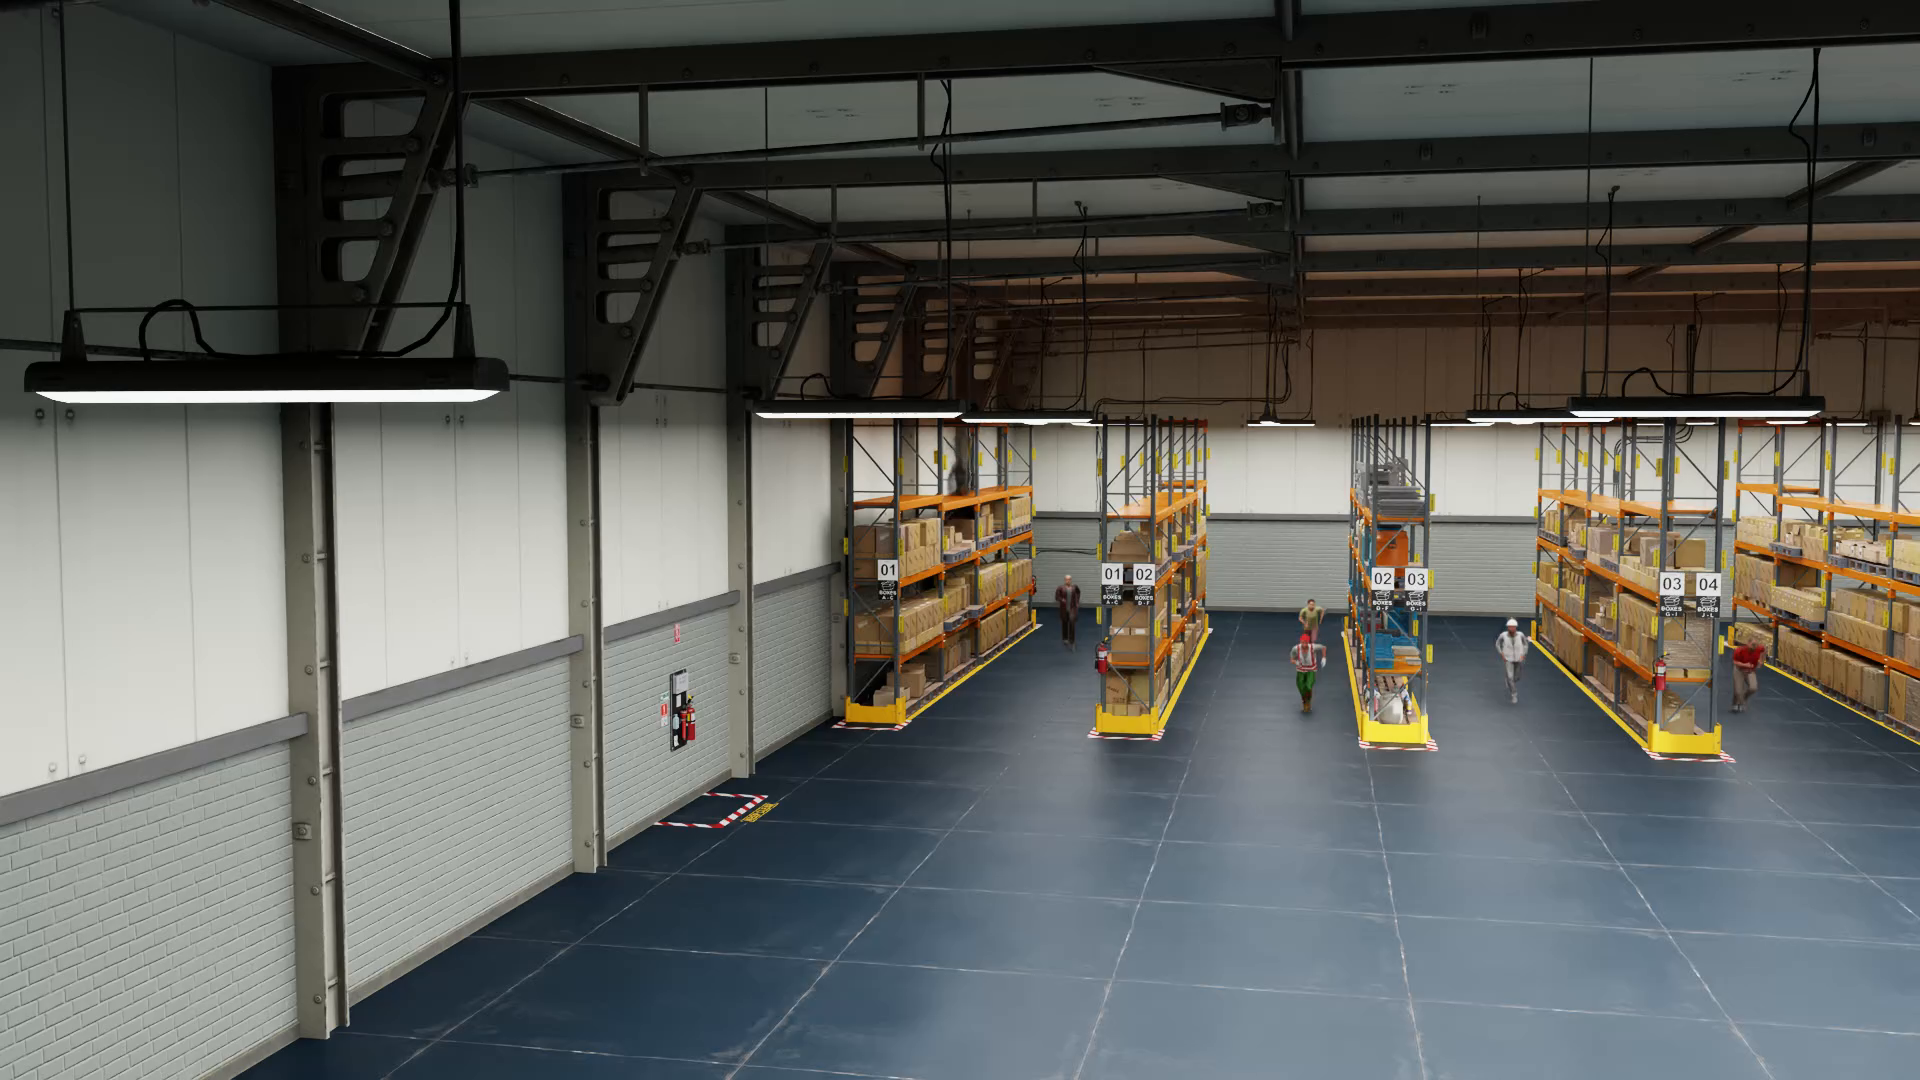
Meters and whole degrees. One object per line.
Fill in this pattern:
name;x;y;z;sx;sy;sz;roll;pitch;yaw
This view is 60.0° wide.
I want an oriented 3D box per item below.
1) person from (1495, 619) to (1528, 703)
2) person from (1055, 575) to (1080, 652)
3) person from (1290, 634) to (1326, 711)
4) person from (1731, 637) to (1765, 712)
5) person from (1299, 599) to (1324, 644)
person;11.657;2.535;35.179;0.665;1.764;0.922;0;4;6
person;2.683;1.812;41.487;0.641;1.895;0.876;0;4;3
person;7.014;2.672;33.505;0.695;1.618;0.931;1;4;18
person;15.865;2.709;33.482;0.701;1.564;0.954;0;4;3
person;8.626;2.220;40.919;0.613;1.624;1.004;0;4;5
